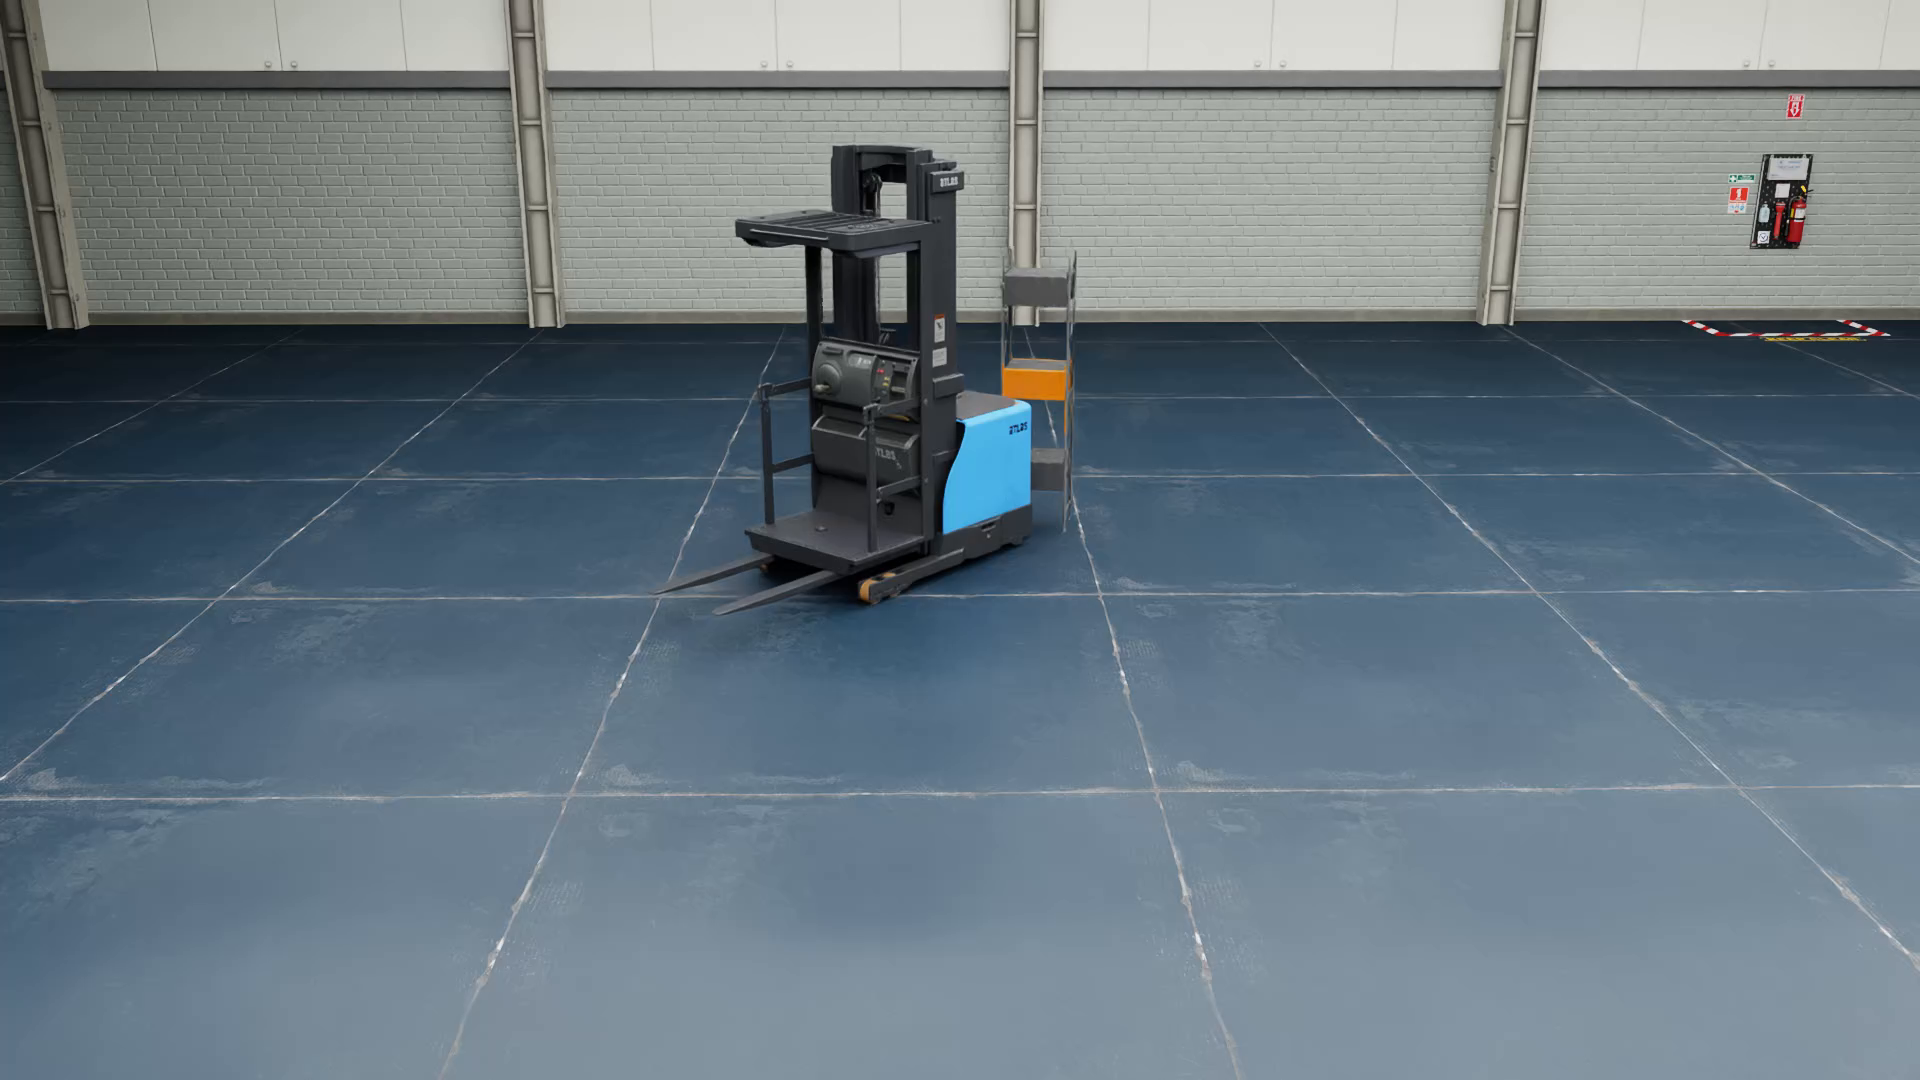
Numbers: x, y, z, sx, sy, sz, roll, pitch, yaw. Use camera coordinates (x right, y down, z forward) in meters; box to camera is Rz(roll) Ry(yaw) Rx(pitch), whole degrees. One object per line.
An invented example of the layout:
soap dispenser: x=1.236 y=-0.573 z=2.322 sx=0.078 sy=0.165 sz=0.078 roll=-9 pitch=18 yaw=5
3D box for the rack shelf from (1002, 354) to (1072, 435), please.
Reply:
rack shelf: x=0.590 y=-1.110 z=12.614 sx=0.480 sy=0.518 sz=0.431 roll=3 pitch=18 yaw=10

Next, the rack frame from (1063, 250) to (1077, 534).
rack frame: x=0.830 y=-1.109 z=12.567 sx=0.015 sy=2.100 sz=0.400 roll=3 pitch=18 yaw=10

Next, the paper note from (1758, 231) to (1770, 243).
paper note: x=10.149 y=-3.823 z=20.997 sx=0.142 sy=0.148 sz=0.016 roll=0 pitch=18 yaw=-1

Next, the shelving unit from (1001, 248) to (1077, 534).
shelving unit: x=0.590 y=-1.123 z=12.610 sx=0.503 sy=2.100 sz=0.431 roll=3 pitch=18 yaw=10

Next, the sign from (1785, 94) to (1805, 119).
sign: x=10.317 y=-5.356 z=20.540 sx=0.199 sy=0.298 sz=0.001 roll=0 pitch=18 yaw=-1

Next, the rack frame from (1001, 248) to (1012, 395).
rack frame: x=0.350 y=-1.136 z=12.652 sx=0.015 sy=2.100 sz=0.400 roll=3 pitch=18 yaw=10

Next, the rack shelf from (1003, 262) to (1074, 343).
rack shelf: x=0.590 y=-1.776 z=12.400 sx=0.480 sy=0.518 sz=0.431 roll=3 pitch=18 yaw=10

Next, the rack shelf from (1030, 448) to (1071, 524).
rack shelf: x=0.590 y=-0.443 z=12.828 sx=0.480 sy=0.518 sz=0.431 roll=3 pitch=18 yaw=10

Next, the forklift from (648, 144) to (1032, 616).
forklift: x=-0.794 y=-1.135 z=11.289 sx=1.130 sy=2.935 sz=3.031 roll=14 pitch=23 yaw=38

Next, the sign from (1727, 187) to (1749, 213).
sign: x=9.772 y=-4.268 z=20.883 sx=0.234 sy=0.329 sz=0.001 roll=0 pitch=18 yaw=-1

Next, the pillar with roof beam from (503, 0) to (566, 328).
pillar with roof beam: x=-5.131 y=-5.678 z=15.514 sx=0.400 sy=9.000 sz=9.100 roll=0 pitch=18 yaw=-1

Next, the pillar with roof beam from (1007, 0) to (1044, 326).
pillar with roof beam: x=0.868 y=-5.706 z=15.604 sx=0.400 sy=9.000 sz=9.100 roll=0 pitch=18 yaw=-1

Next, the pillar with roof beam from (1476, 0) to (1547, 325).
pillar with roof beam: x=6.867 y=-5.735 z=15.695 sx=0.400 sy=9.000 sz=9.100 roll=0 pitch=18 yaw=-1

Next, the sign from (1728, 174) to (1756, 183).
sign: x=9.777 y=-4.518 z=20.794 sx=0.331 sy=0.109 sz=0.001 roll=0 pitch=18 yaw=-1

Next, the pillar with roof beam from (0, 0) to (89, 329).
pillar with roof beam: x=-11.131 y=-5.649 z=15.424 sx=0.400 sy=9.000 sz=9.100 roll=0 pitch=18 yaw=-1

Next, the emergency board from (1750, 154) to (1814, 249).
emergency board: x=10.327 y=-4.222 z=20.799 sx=0.643 sy=1.169 sz=0.194 roll=0 pitch=18 yaw=-1
